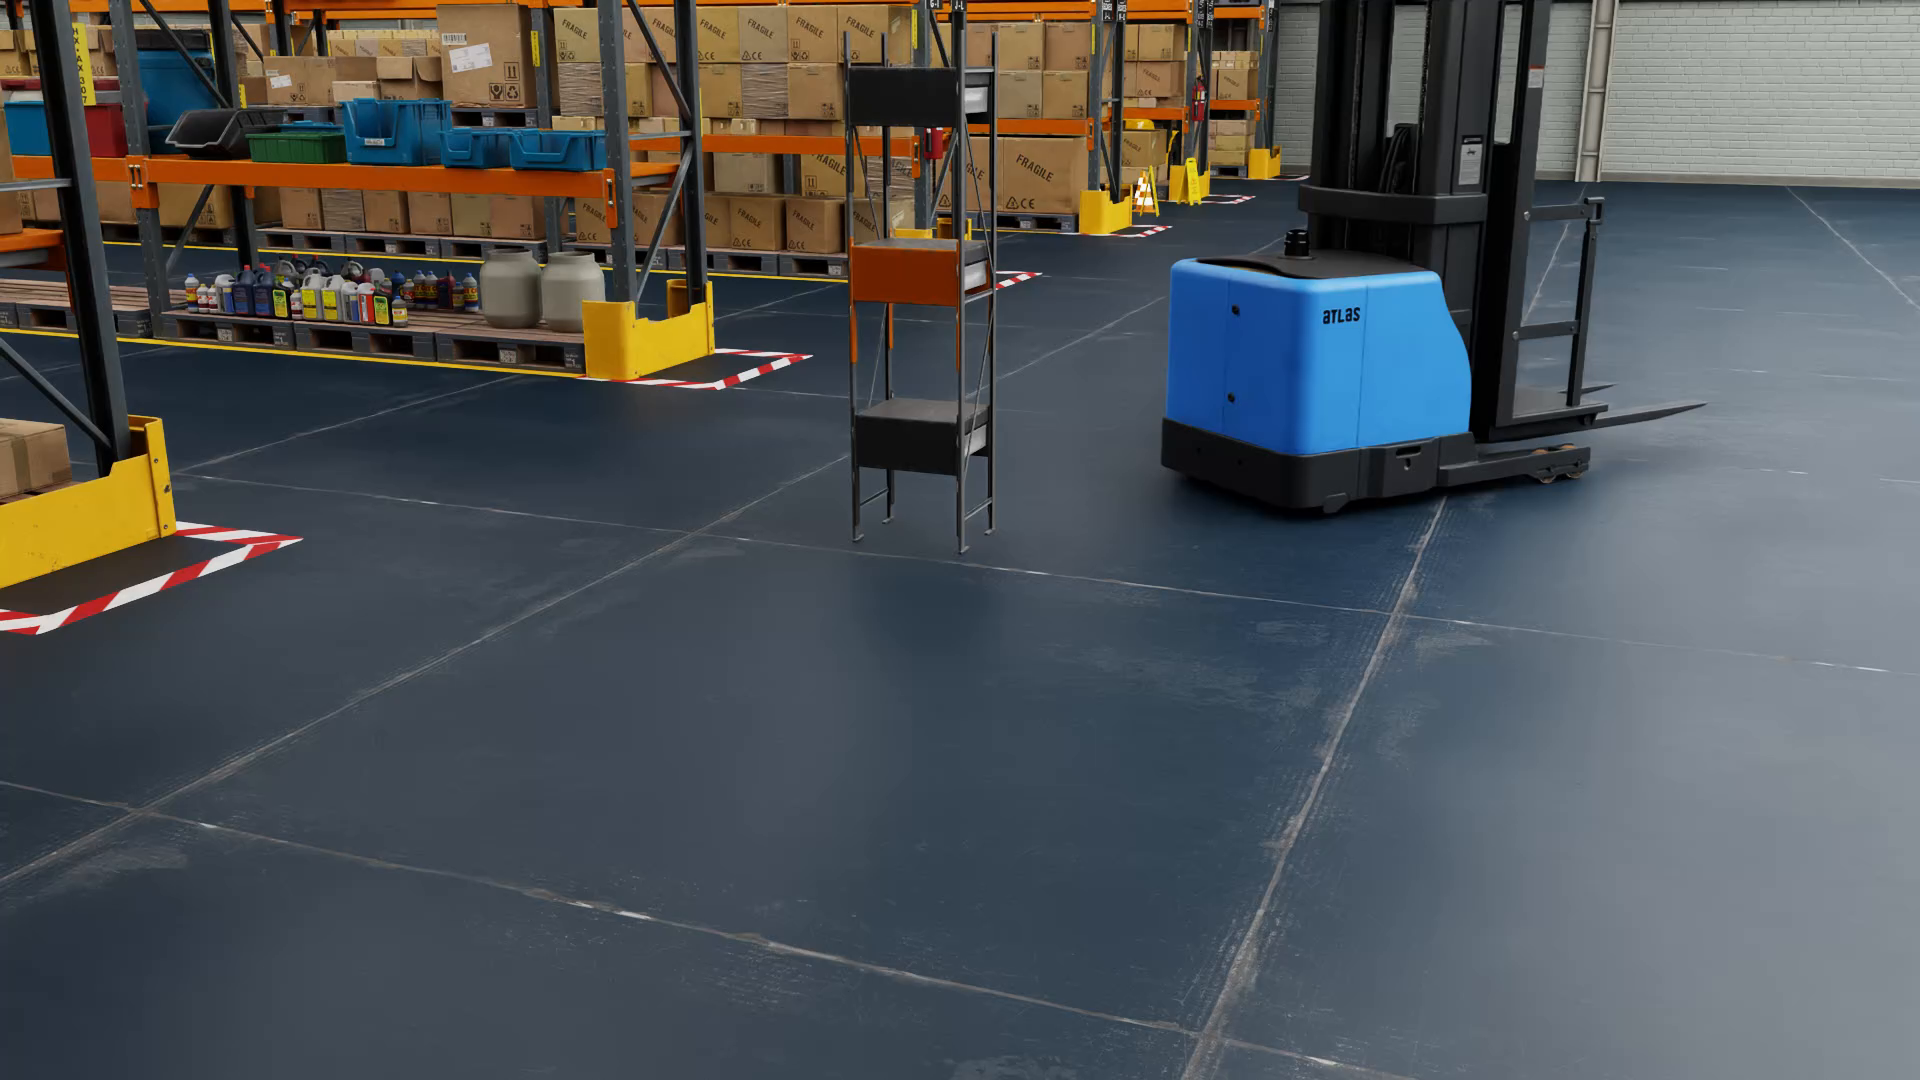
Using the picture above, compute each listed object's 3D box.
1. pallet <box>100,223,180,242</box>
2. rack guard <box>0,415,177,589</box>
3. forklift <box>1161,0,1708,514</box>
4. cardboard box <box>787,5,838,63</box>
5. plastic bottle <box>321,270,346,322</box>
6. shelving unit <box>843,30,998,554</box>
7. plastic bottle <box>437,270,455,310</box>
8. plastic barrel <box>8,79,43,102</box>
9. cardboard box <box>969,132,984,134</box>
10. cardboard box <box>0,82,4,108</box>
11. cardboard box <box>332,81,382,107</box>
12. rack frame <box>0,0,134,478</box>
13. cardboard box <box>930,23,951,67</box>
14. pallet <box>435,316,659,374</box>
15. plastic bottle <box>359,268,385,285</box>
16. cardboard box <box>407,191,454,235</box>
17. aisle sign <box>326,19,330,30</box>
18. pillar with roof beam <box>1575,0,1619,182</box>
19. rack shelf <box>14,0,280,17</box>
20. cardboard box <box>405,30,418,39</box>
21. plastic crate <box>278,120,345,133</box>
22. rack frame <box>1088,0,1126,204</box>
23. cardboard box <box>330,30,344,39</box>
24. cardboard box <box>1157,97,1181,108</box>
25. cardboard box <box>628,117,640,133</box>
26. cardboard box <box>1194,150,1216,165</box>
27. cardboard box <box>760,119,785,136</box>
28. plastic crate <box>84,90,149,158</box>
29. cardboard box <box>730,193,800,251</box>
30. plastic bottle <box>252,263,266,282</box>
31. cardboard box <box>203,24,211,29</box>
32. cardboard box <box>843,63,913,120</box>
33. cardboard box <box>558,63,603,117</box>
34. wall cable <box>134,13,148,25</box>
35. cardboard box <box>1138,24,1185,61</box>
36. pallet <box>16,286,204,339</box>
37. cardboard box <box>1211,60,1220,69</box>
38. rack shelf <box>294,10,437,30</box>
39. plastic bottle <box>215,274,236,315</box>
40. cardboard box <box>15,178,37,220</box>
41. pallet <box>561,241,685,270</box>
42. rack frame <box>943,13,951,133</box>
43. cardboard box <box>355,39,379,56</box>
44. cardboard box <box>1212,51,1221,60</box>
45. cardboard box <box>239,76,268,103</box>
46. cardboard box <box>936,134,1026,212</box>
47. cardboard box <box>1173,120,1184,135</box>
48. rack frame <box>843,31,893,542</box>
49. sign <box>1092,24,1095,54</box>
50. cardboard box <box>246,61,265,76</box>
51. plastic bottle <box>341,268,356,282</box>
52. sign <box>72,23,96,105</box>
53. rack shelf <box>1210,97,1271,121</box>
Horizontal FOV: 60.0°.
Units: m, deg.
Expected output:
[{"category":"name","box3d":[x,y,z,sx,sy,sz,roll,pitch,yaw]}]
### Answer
[{"category":"pallet","box3d":[-9.454,-3.625,19.281,1.213,0.211,1.003,6,17,21]},{"category":"rack guard","box3d":[-3.791,-0.148,6.788,0.348,0.500,1.175,6,17,21]},{"category":"forklift","box3d":[2.528,-1.802,8.124,3.031,2.935,1.130,-9,18,-28]},{"category":"cardboard box","box3d":[-1.245,-4.633,15.246,0.500,0.500,0.500,6,17,21]},{"category":"plastic bottle","box3d":[-4.371,-1.712,11.652,0.185,0.351,0.144,7,18,23]},{"category":"shelving unit","box3d":[-0.154,-1.025,6.939,0.503,2.100,0.431,6,17,21]},{"category":"plastic bottle","box3d":[-3.769,-1.836,12.202,0.133,0.283,0.061,7,17,22]},{"category":"plastic barrel","box3d":[-7.206,-3.340,13.054,0.433,0.535,0.433,0,16,0]},{"category":"cardboard box","box3d":[0.190,-6.010,25.330,0.500,0.500,0.500,7,18,23]},{"category":"cardboard box","box3d":[-4.100,-1.807,6.674,0.250,0.149,0.380,6,17,20]},{"category":"cardboard box","box3d":[-6.143,-4.637,17.282,0.500,0.250,0.500,6,17,19]},{"category":"rack frame","box3d":[-3.814,-1.351,6.448,0.127,3.000,1.000,6,17,21]},{"category":"cardboard box","box3d":[-0.150,-5.980,20.186,0.500,0.550,0.875,6,17,21]},{"category":"pallet","box3d":[-2.834,-1.376,11.536,1.213,0.211,1.003,6,17,21]},{"category":"plastic bottle","box3d":[-4.380,-1.886,12.388,0.135,0.276,0.152,7,17,22]},{"category":"cardboard box","box3d":[-5.417,-3.519,17.610,0.500,0.500,0.700,5,17,16]},{"category":"aisle sign","box3d":[-11.376,-9.463,29.728,0.004,0.787,0.394,6,17,21]},{"category":"pillar with roof beam","box3d":[8.964,-9.234,22.839,0.400,9.000,9.100,6,17,21]},{"category":"rack shelf","box3d":[-9.478,-6.038,18.502,4.000,0.370,1.077,6,17,21]},{"category":"cardboard box","box3d":[-9.272,-8.654,28.465,0.250,0.149,0.380,6,17,19]},{"category":"plastic crate","box3d":[-4.584,-2.930,12.154,0.616,0.251,0.499,6,17,21]},{"category":"rack frame","box3d":[1.739,-5.196,19.692,0.127,3.000,1.000,6,17,21]},{"category":"cardboard box","box3d":[-10.725,-8.794,28.949,0.250,0.149,0.380,7,18,22]},{"category":"cardboard box","box3d":[3.034,-6.352,24.125,0.250,0.149,0.380,7,18,22]},{"category":"cardboard box","box3d":[-3.100,-4.038,16.154,0.250,0.149,0.380,6,17,21]},{"category":"cardboard box","box3d":[4.267,-6.679,28.977,0.500,0.250,0.500,6,17,21]},{"category":"cardboard box","box3d":[-1.685,-3.899,15.673,0.250,0.149,0.380,6,17,21]},{"category":"plastic crate","box3d":[-6.276,-3.046,12.169,0.583,0.464,0.402,6,17,21]},{"category":"cardboard box","box3d":[-1.894,-3.111,16.239,0.500,0.500,0.500,8,18,26]},{"category":"plastic bottle","box3d":[-5.062,-1.831,12.063,0.185,0.351,0.144,6,17,21]},{"category":"cardboard box","box3d":[-10.444,-7.124,23.827,0.500,0.500,0.500,6,17,19]},{"category":"cardboard box","box3d":[-0.677,-4.174,15.459,0.500,0.500,0.875,6,17,21]},{"category":"cardboard box","box3d":[-3.500,-4.458,16.437,0.500,0.500,0.875,6,17,21]},{"category":"wall cable","box3d":[-16.168,-9.555,32.883,0.122,1.984,0.588,6,17,21]},{"category":"cardboard box","box3d":[2.906,-7.157,23.940,0.500,0.500,0.700,6,17,19]},{"category":"pallet","box3d":[-6.458,-1.776,12.912,1.213,0.211,1.003,6,17,21]},{"category":"cardboard box","box3d":[4.386,-8.161,28.563,0.250,0.149,0.380,7,17,22]},{"category":"rack shelf","box3d":[-9.563,-9.017,28.765,4.000,0.370,1.077,6,17,21]},{"category":"plastic bottle","box3d":[-5.267,-1.776,12.006,0.135,0.276,0.152,7,18,23]},{"category":"cardboard box","box3d":[-10.736,-4.269,19.555,0.875,0.875,1.225,6,17,21]},{"category":"pallet","box3d":[-3.259,-2.931,16.890,1.213,0.211,1.003,6,17,21]},{"category":"rack frame","box3d":[-0.260,-6.899,25.559,0.127,3.000,1.000,6,17,21]},{"category":"cardboard box","box3d":[-10.116,-8.431,28.860,0.500,0.500,0.500,6,17,20]},{"category":"cardboard box","box3d":[4.374,-8.299,28.505,0.250,0.149,0.380,7,17,22]},{"category":"cardboard box","box3d":[-7.970,-4.907,18.516,0.500,0.500,0.500,7,18,22]},{"category":"cardboard box","box3d":[0.264,-4.519,20.418,0.875,0.875,0.875,6,17,20]},{"category":"cardboard box","box3d":[3.786,-7.205,28.998,0.500,0.250,0.500,7,17,21]},{"category":"rack frame","box3d":[-0.381,-1.050,7.025,0.015,2.100,0.400,6,17,21]},{"category":"sign","box3d":[1.527,-5.727,19.018,0.005,0.325,0.100,6,17,21]},{"category":"cardboard box","box3d":[-9.978,-6.591,23.783,0.500,0.500,0.500,6,17,21]},{"category":"plastic bottle","box3d":[-4.544,-1.878,12.347,0.133,0.283,0.061,6,17,21]},{"category":"sign","box3d":[-3.604,-1.948,6.810,0.005,0.325,0.100,6,17,21]},{"category":"rack shelf","box3d":[3.418,-7.637,29.391,4.000,0.370,1.077,6,17,21]}]
